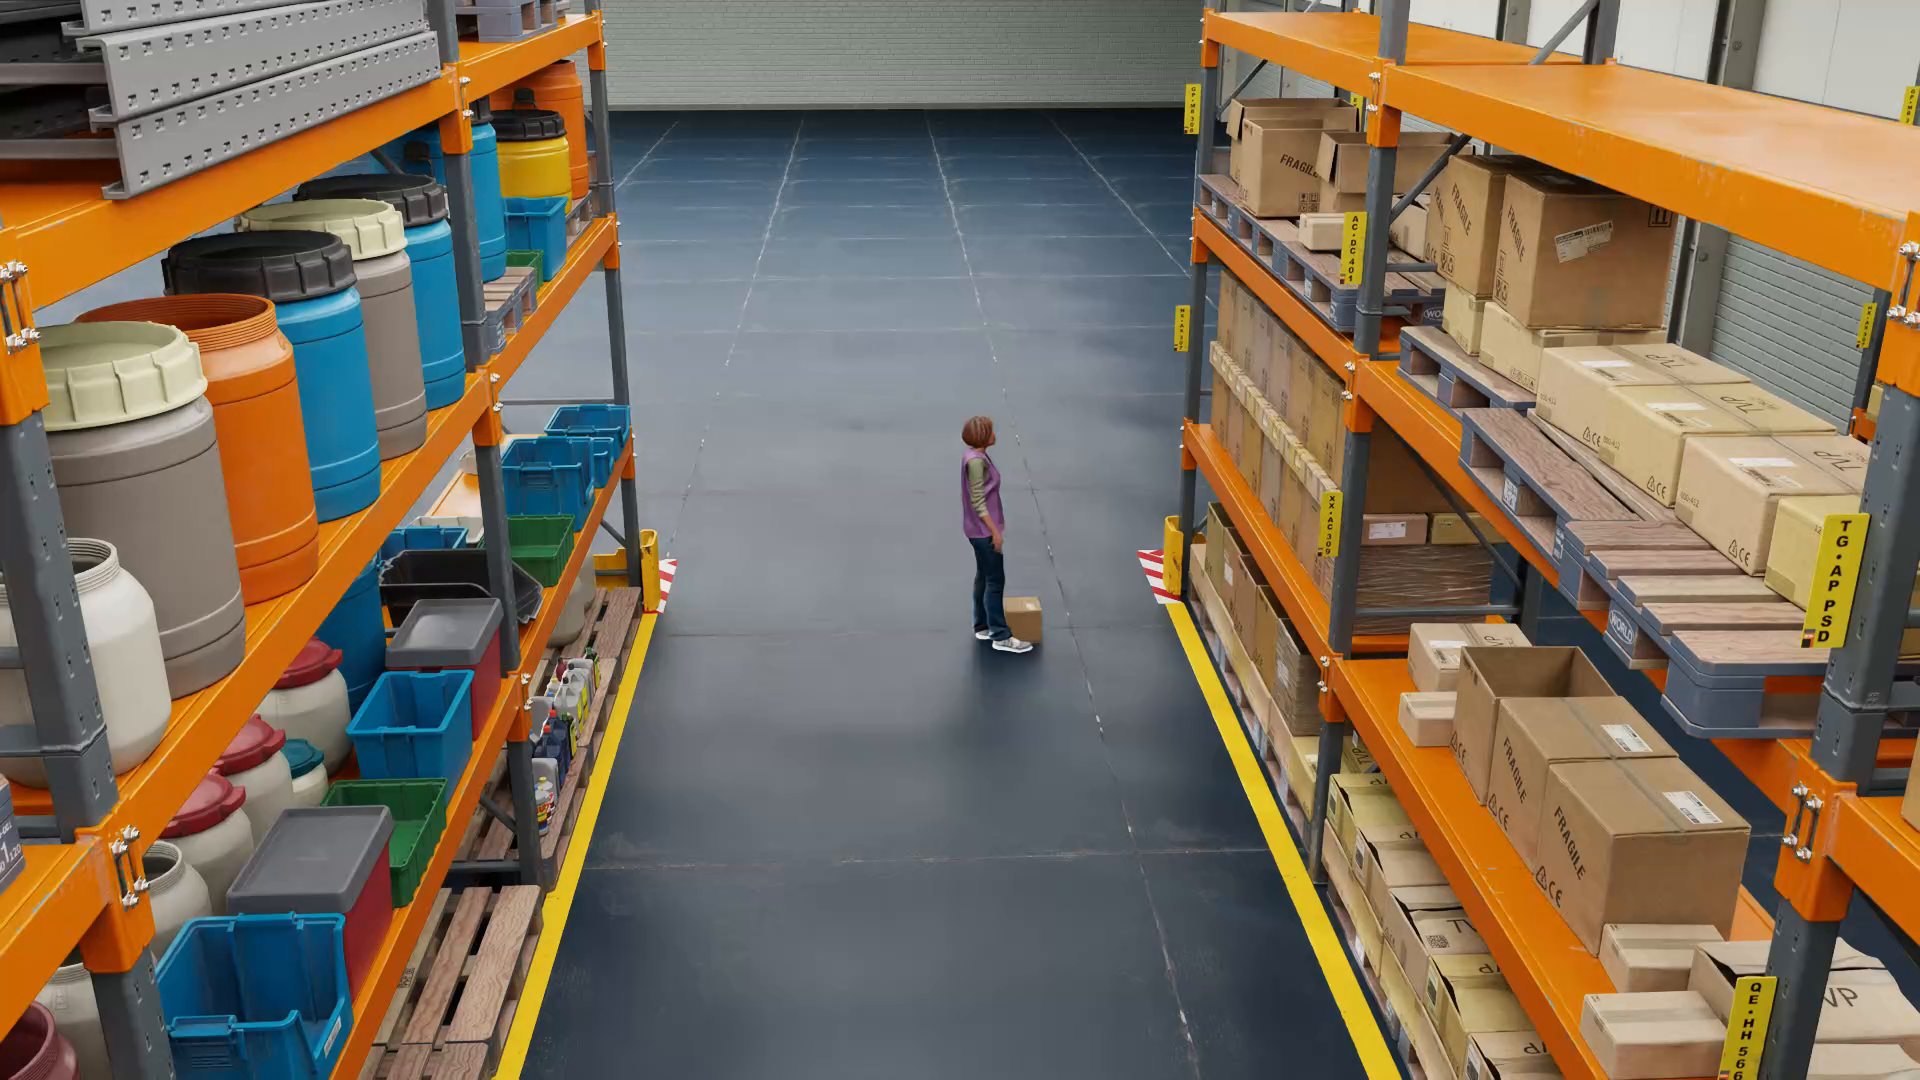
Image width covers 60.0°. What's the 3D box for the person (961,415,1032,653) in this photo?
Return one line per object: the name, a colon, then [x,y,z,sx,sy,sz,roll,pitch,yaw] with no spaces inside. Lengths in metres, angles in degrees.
person: [0.244,-0.061,11.230,0.474,1.597,0.518,-1,21,-3]
